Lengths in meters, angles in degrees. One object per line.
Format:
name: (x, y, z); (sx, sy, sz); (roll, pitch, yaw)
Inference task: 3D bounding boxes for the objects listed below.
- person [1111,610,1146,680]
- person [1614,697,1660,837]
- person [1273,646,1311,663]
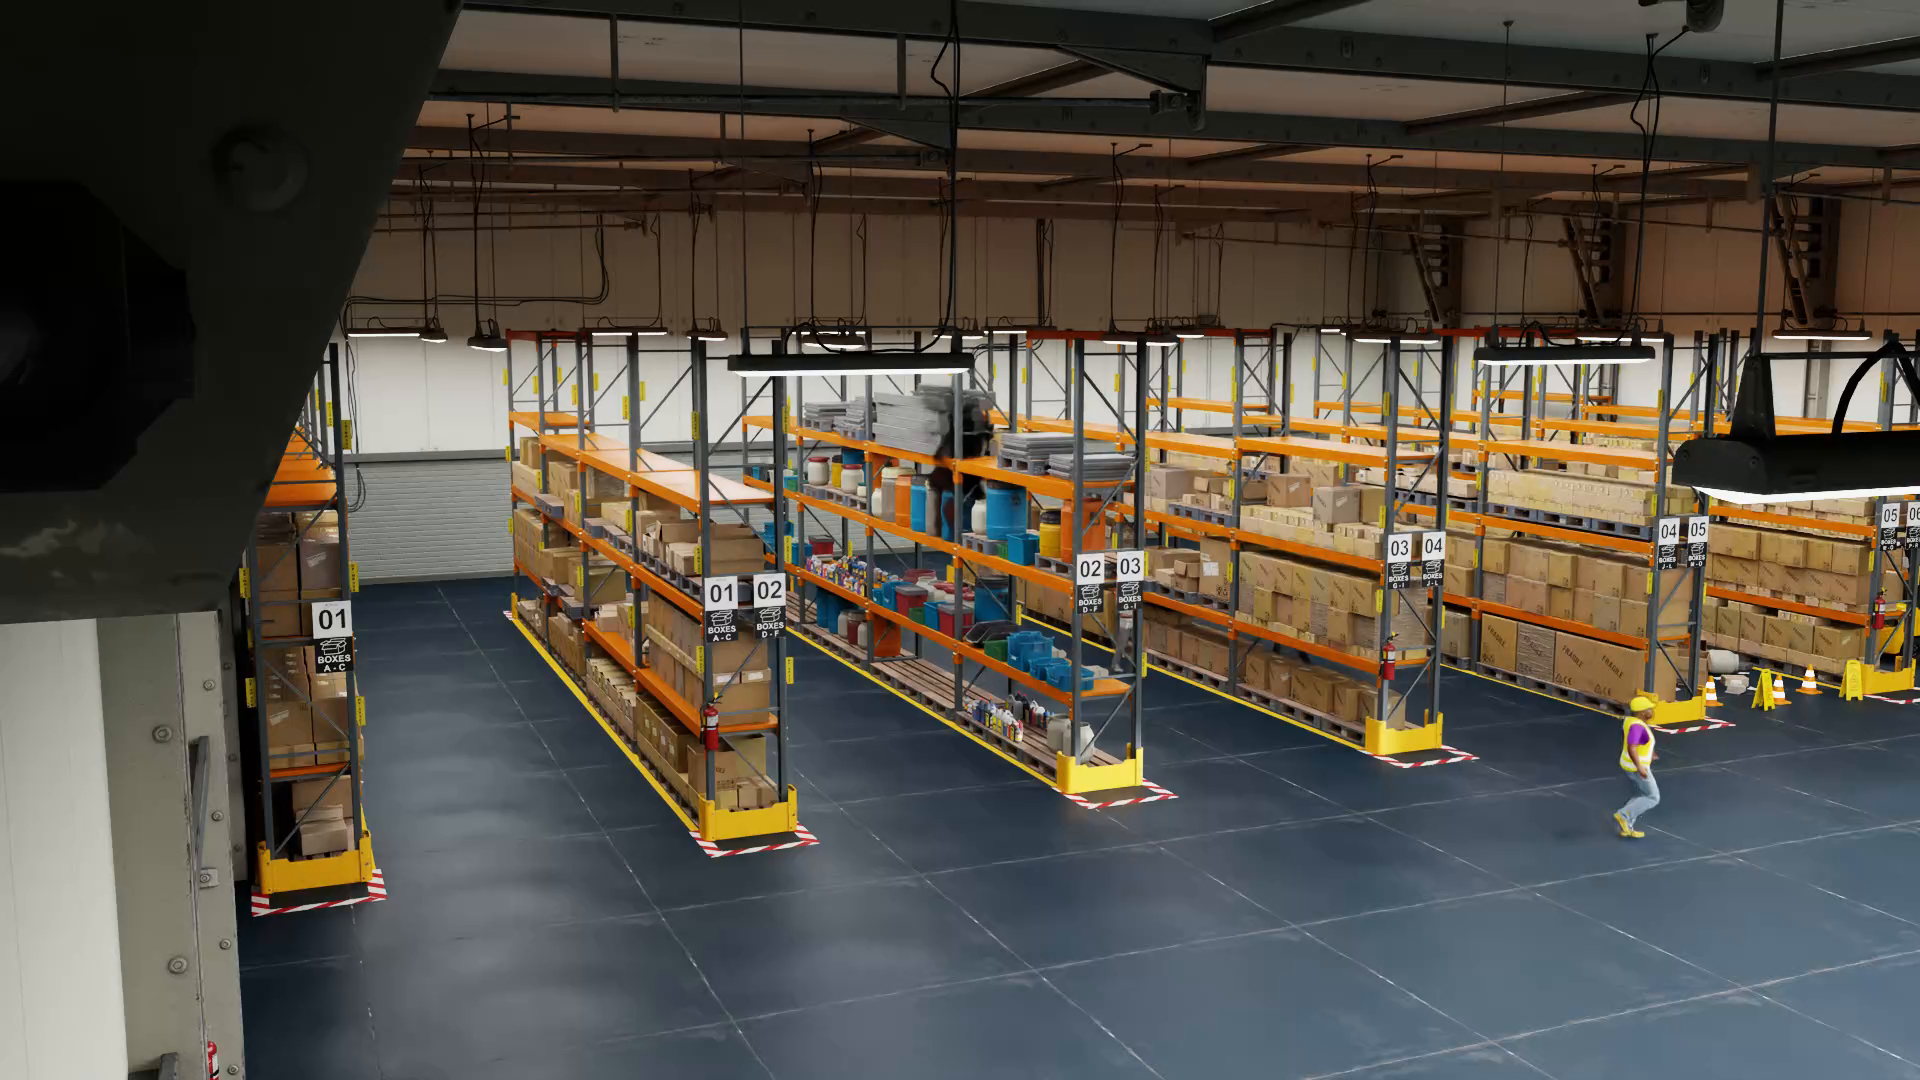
person: (2.958, 1.562, 29.038); (0.519, 1.729, 0.828); (-4, 9, -28)
person: (8.234, 2.747, 20.133); (0.530, 1.730, 0.712); (1, 8, 6)
person: (6.105, 1.389, 30.439); (0.550, 1.698, 0.821); (-4, 9, -29)
